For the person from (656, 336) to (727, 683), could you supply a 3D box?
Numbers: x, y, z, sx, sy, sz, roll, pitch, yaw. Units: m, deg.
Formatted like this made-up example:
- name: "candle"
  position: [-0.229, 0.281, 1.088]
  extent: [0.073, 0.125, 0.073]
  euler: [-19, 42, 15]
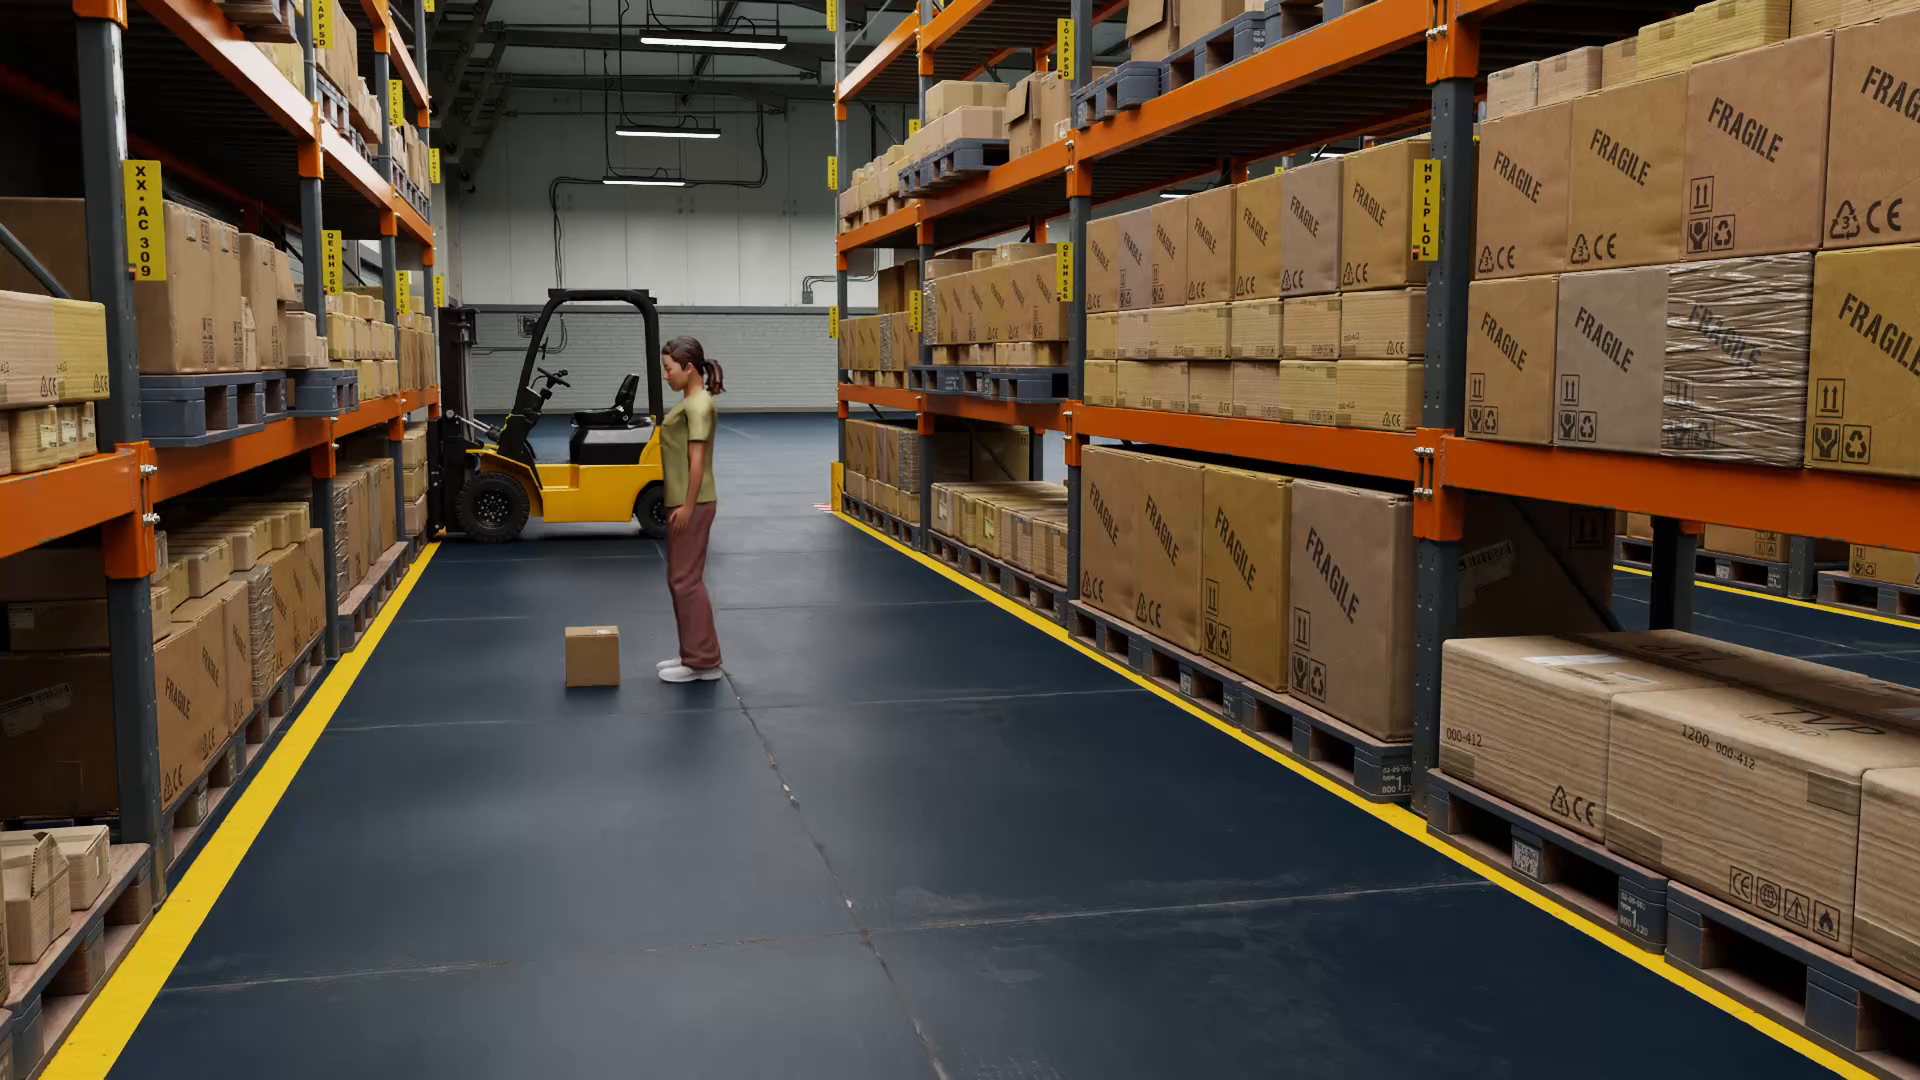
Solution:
- name: "person"
  position: [-1.327, -0.151, 8.078]
  extent: [0.317, 1.672, 0.446]
  euler: [-1, 6, -13]
